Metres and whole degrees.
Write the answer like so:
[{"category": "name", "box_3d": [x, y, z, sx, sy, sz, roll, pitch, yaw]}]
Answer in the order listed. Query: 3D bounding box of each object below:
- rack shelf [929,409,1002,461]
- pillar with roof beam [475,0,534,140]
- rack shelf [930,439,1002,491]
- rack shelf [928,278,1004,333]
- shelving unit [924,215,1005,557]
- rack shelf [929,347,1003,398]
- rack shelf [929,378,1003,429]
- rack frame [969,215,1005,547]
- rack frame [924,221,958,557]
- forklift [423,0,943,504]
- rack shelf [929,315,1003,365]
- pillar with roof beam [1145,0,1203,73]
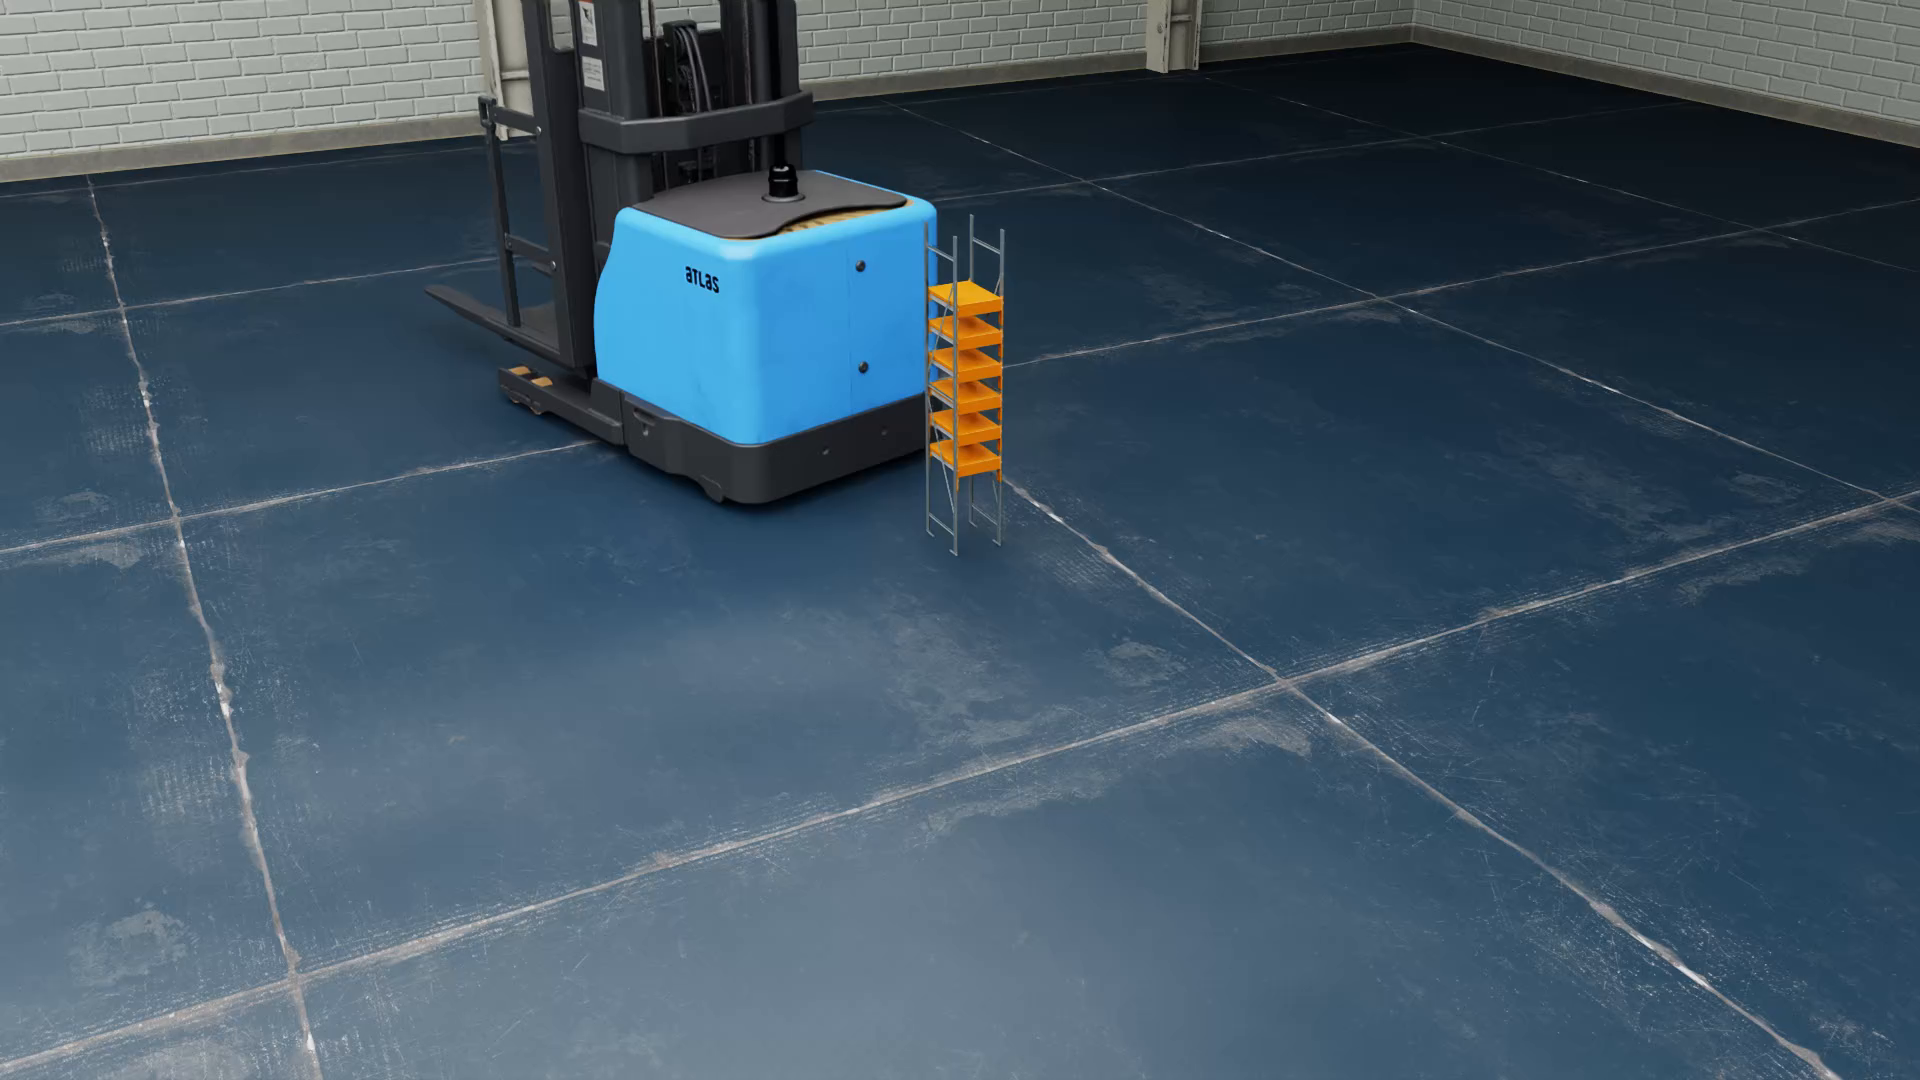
[{"category": "rack shelf", "box_3d": [0.013, -0.396, 6.068, 0.180, 0.103, 0.258, -13, 29, -25]}, {"category": "pillar with roof beam", "box_3d": [-1.327, -5.517, 7.344, 0.400, 9.000, 9.100, -13, 29, -25]}, {"category": "rack shelf", "box_3d": [0.013, -0.287, 6.120, 0.180, 0.103, 0.258, -13, 29, -25]}, {"category": "rack shelf", "box_3d": [0.013, -0.828, 5.860, 0.180, 0.103, 0.258, -13, 29, -25]}, {"category": "shelving unit", "box_3d": [0.013, -0.544, 5.996, 0.189, 1.200, 0.258, -13, 29, -25]}, {"category": "rack shelf", "box_3d": [0.013, -0.612, 5.964, 0.180, 0.103, 0.258, -13, 29, -25]}, {"category": "rack shelf", "box_3d": [0.013, -0.504, 6.016, 0.180, 0.103, 0.258, -13, 29, -25]}, {"category": "rack frame", "box_3d": [0.093, -0.562, 6.035, 0.006, 1.200, 0.240, -13, 29, -25]}, {"category": "rack frame", "box_3d": [-0.068, -0.525, 5.958, 0.006, 1.200, 0.240, -13, 29, -25]}, {"category": "forklift", "box_3d": [-1.440, -2.011, 7.052, 1.130, 2.935, 3.031, -22, 33, -38]}, {"category": "rack shelf", "box_3d": [0.013, -0.720, 5.912, 0.180, 0.103, 0.258, -13, 29, -25]}, {"category": "pillar with roof beam", "box_3d": [3.967, -6.739, 9.889, 0.400, 9.000, 9.100, -13, 29, -25]}]
